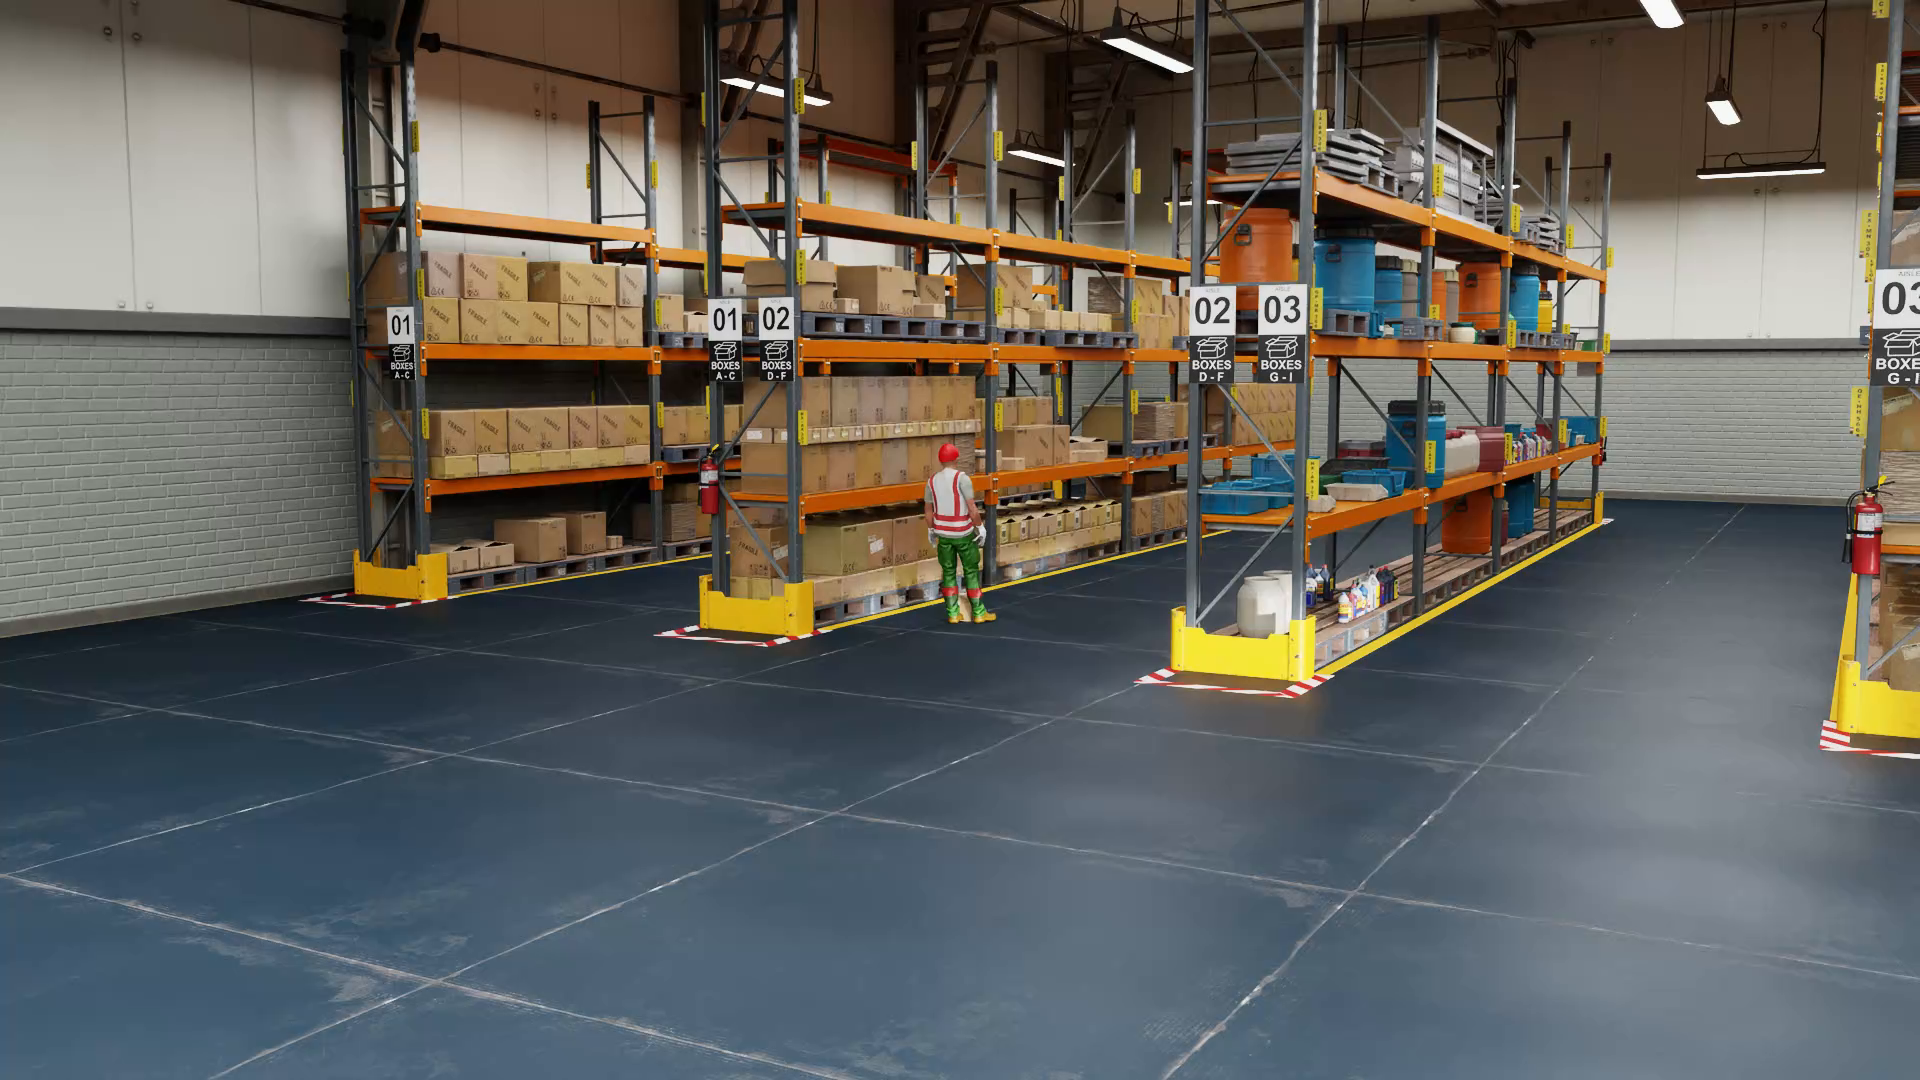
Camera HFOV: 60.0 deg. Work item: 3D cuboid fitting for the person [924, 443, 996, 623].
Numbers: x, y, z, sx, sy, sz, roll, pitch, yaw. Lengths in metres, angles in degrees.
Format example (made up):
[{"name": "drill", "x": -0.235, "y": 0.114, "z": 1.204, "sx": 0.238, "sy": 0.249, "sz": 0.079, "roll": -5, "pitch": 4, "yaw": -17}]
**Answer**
[{"name": "person", "x": -0.010, "y": -0.075, "z": 16.597, "sx": 0.638, "sy": 1.787, "sz": 0.564, "roll": 3, "pitch": 7, "yaw": 28}]
